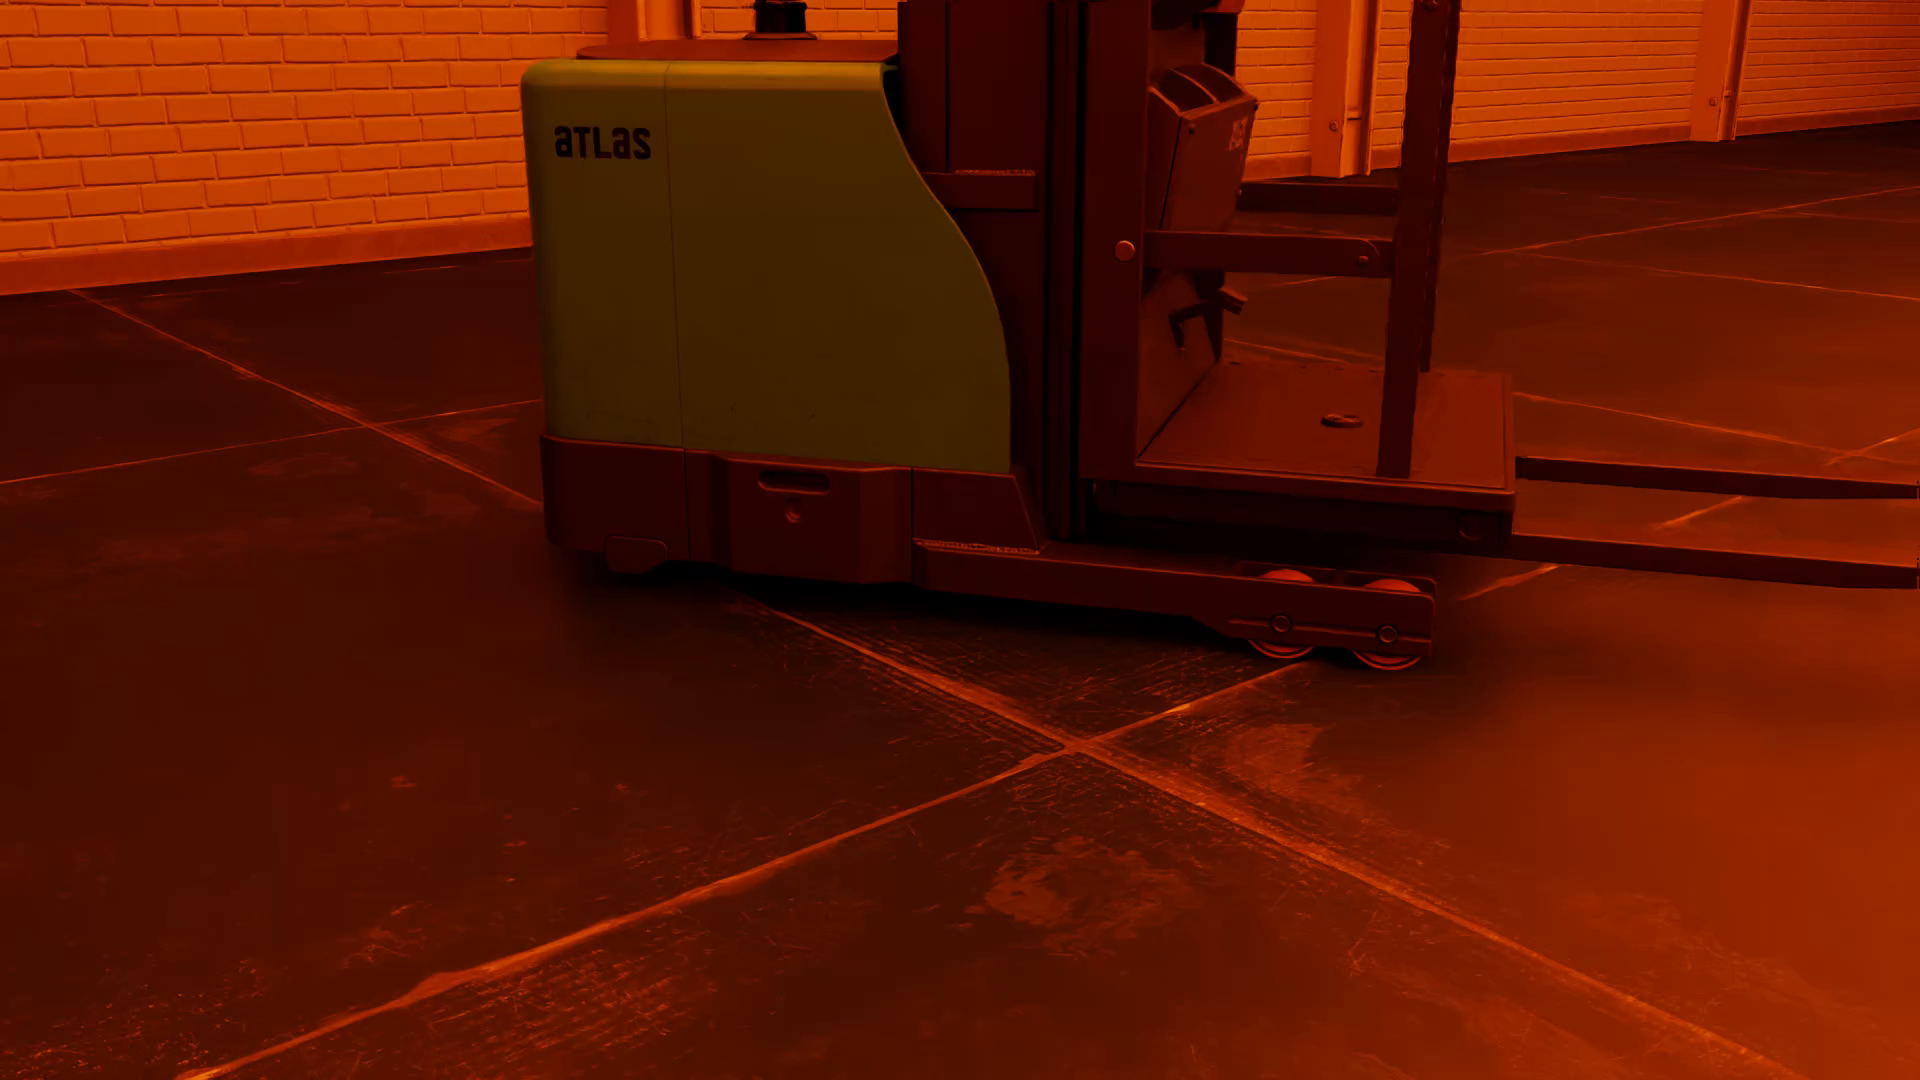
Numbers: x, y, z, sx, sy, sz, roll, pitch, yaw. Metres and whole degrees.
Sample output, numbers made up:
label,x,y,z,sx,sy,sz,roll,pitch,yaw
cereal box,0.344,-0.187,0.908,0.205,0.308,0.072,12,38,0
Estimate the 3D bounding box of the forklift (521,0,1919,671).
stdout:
label,x,y,z,sx,sy,sz,roll,pitch,yaw
forklift,0.677,-1.335,3.206,3.031,2.935,1.130,5,18,16
